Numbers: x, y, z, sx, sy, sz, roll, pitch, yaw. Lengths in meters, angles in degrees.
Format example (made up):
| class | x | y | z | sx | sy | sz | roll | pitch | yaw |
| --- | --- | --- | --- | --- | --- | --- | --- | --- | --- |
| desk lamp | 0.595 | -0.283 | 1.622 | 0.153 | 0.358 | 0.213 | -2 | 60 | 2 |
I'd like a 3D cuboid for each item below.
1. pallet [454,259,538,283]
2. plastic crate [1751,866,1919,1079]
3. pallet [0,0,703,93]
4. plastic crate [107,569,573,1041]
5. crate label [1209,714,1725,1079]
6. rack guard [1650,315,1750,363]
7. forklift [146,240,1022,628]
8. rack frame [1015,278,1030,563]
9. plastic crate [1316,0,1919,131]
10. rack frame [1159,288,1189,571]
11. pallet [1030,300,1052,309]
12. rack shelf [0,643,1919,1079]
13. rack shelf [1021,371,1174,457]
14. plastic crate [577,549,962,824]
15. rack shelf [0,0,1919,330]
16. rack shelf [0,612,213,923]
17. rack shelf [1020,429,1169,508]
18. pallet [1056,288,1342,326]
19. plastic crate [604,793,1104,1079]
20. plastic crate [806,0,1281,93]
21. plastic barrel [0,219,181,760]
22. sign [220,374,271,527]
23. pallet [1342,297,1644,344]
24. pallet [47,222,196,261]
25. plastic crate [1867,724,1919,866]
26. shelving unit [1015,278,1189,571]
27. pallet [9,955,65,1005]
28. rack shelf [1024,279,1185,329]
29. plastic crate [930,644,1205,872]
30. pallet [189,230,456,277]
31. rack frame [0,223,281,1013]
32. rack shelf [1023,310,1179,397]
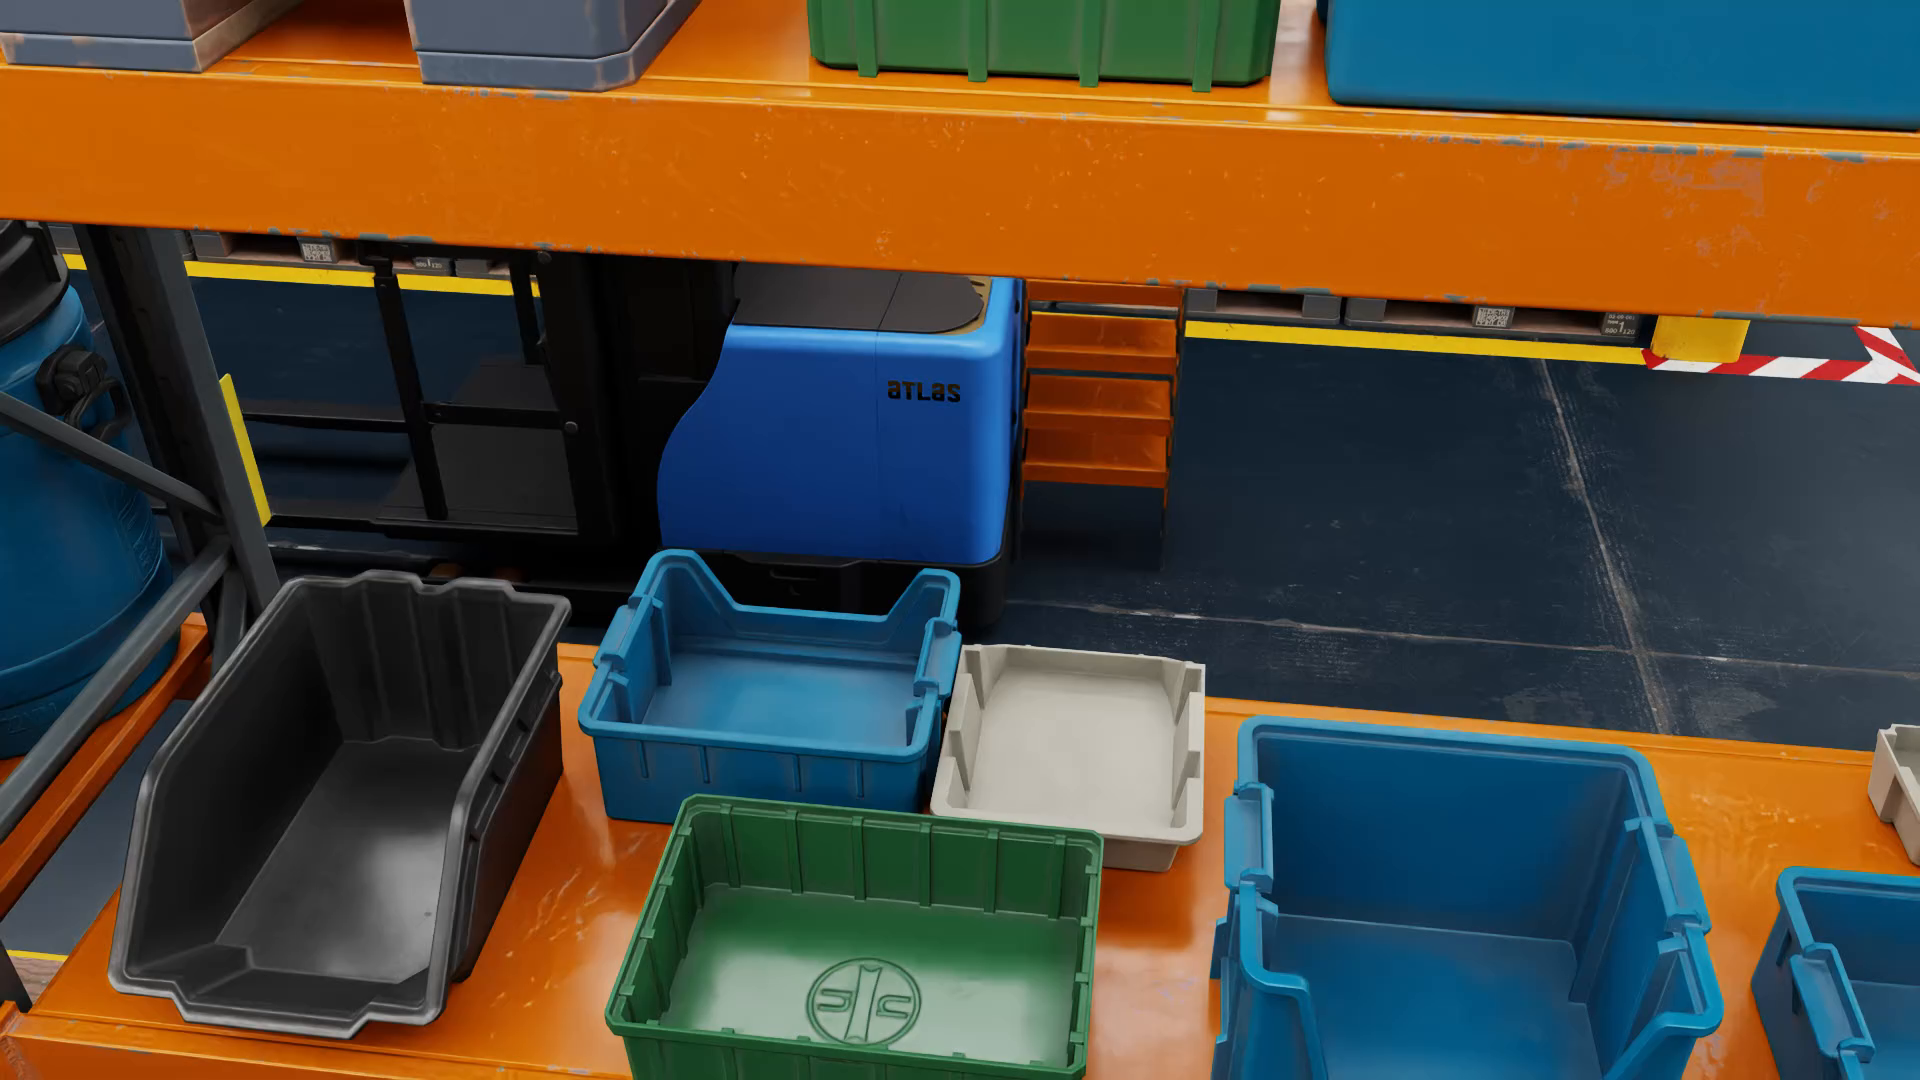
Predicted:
| class | x | y | z | sx | sy | sz | roll | pitch | yaw |
| --- | --- | --- | --- | --- | --- | --- | --- | --- | --- |
| pallet | -1.586 | -1.496 | 7.664 | 1.213 | 0.211 | 1.003 | 4 | 36 | 6 |
| plastic crate | 1.345 | 0.721 | 2.286 | 0.408 | 0.251 | 0.499 | 4 | 36 | 6 |
| pallet | -0.716 | -0.867 | 1.963 | 1.003 | 0.211 | 1.213 | 4 | 36 | 6 |
| plastic crate | -0.941 | 0.417 | 2.637 | 0.504 | 0.338 | 0.767 | 4 | 36 | 6 |
| crate label | 0.663 | 0.581 | 2.323 | 0.616 | 0.435 | 0.502 | 4 | 36 | 6 |
| rack guard | 3.079 | -1.266 | 7.093 | 0.348 | 0.500 | 1.175 | 4 | 36 | 6 |
| forklift | -1.328 | -1.241 | 4.966 | 3.031 | 2.935 | 1.130 | 3 | 36 | 5 |
| rack frame | 0.206 | -0.481 | 5.391 | 0.015 | 1.200 | 0.240 | 3 | 36 | 5 |
| plastic crate | 0.593 | -0.606 | 1.449 | 0.575 | 0.384 | 0.392 | 4 | 36 | 6 |
| rack frame | 0.692 | -0.453 | 5.352 | 0.015 | 1.200 | 0.240 | 3 | 36 | 5 |
| pallet | -0.143 | -1.409 | 7.543 | 1.213 | 0.211 | 1.003 | 4 | 36 | 6 |
| rack shelf | 0.539 | 0.721 | 2.777 | 4.000 | 0.370 | 1.077 | 4 | 36 | 6 |
| rack shelf | 0.449 | -0.412 | 5.411 | 0.480 | 0.148 | 0.258 | 3 | 36 | 5 |
| plastic crate | -0.312 | 0.266 | 2.923 | 0.616 | 0.251 | 0.499 | 4 | 36 | 6 |
| rack shelf | 0.539 | -0.500 | 1.906 | 4.000 | 0.370 | 1.077 | 4 | 36 | 6 |
| rack shelf | -3.428 | 0.425 | 3.192 | 4.000 | 0.370 | 1.077 | 4 | 36 | 6 |
| rack shelf | 0.449 | -0.251 | 5.526 | 0.480 | 0.148 | 0.258 | 3 | 36 | 5 |
| pallet | 1.071 | -1.321 | 7.419 | 1.213 | 0.211 | 1.003 | 4 | 36 | 6 |
| plastic crate | -0.134 | 0.629 | 2.468 | 0.662 | 0.188 | 0.450 | 4 | 36 | 6 |
| plastic crate | 0.086 | -0.581 | 1.582 | 0.450 | 0.188 | 0.336 | 4 | 36 | 6 |
| plastic barrel | -1.789 | -0.127 | 2.914 | 0.708 | 0.901 | 0.600 | 4 | 36 | 6 |
| sign | -1.363 | -0.149 | 3.138 | 0.005 | 0.325 | 0.100 | 4 | 36 | 6 |
| pallet | 2.277 | -1.229 | 7.290 | 1.213 | 0.211 | 1.003 | 4 | 36 | 6 |
| pallet | -4.006 | -1.676 | 7.917 | 1.213 | 0.211 | 1.003 | 4 | 36 | 6 |
| plastic crate | 1.677 | 0.432 | 2.790 | 0.250 | 0.136 | 0.298 | 4 | 36 | 6 |
| shelving unit | 0.449 | -0.467 | 5.372 | 0.503 | 1.200 | 0.258 | 3 | 36 | 5 |
| pallet | -2.228 | 1.379 | 3.636 | 1.213 | 0.211 | 1.003 | 4 | 36 | 6 |
| rack shelf | 0.449 | -0.787 | 5.143 | 0.480 | 0.148 | 0.258 | 3 | 36 | 5 |
| plastic crate | 0.199 | 0.362 | 2.888 | 0.437 | 0.136 | 0.530 | 4 | 36 | 6 |
| pallet | -2.799 | -1.584 | 7.788 | 1.213 | 0.211 | 1.003 | 4 | 36 | 6 |
| rack frame | -1.444 | 0.280 | 2.775 | 0.127 | 3.000 | 1.000 | 4 | 36 | 6 |
| rack shelf | 0.449 | -0.594 | 5.281 | 0.480 | 0.148 | 0.258 | 3 | 36 | 5 |
